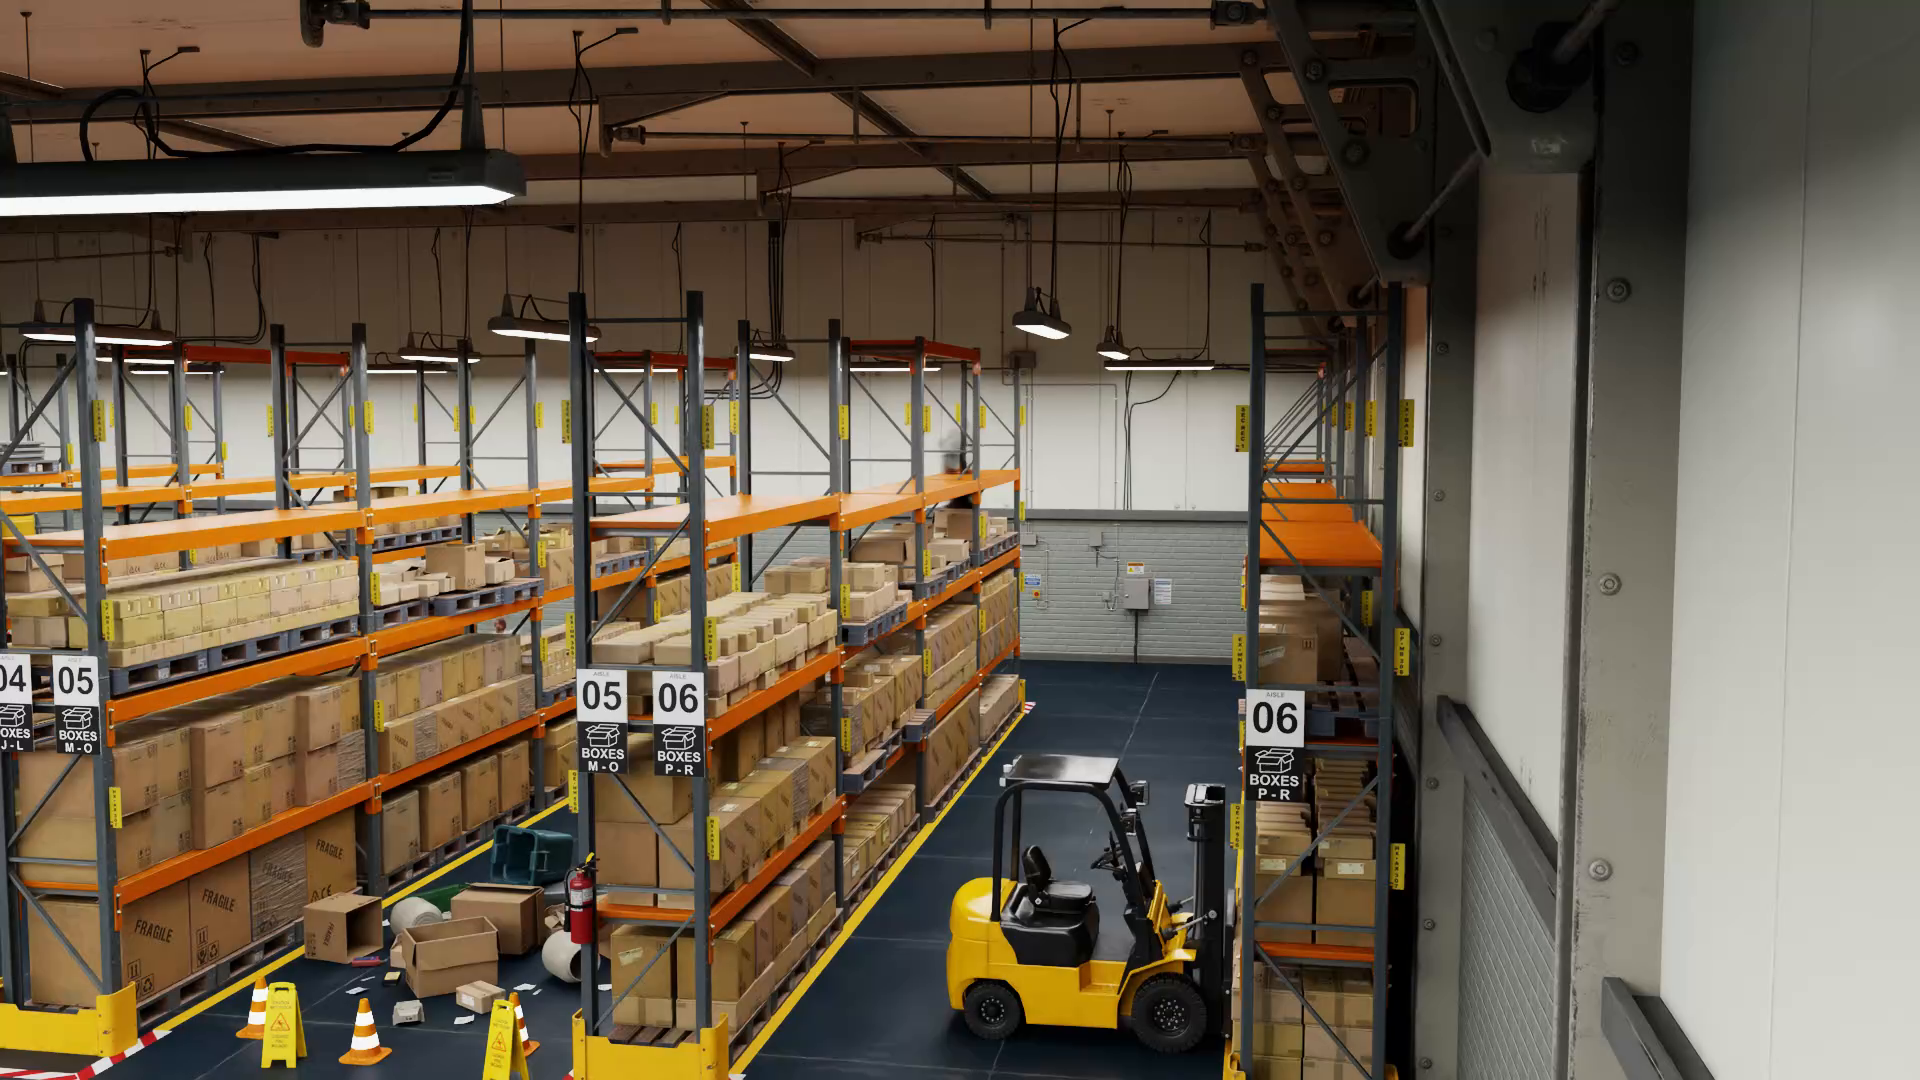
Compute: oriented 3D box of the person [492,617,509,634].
[{"bbox_3d":[-7.792,2.064,28.285,0.522,1.485,0.650,1,5,8],"label":"person"}]
